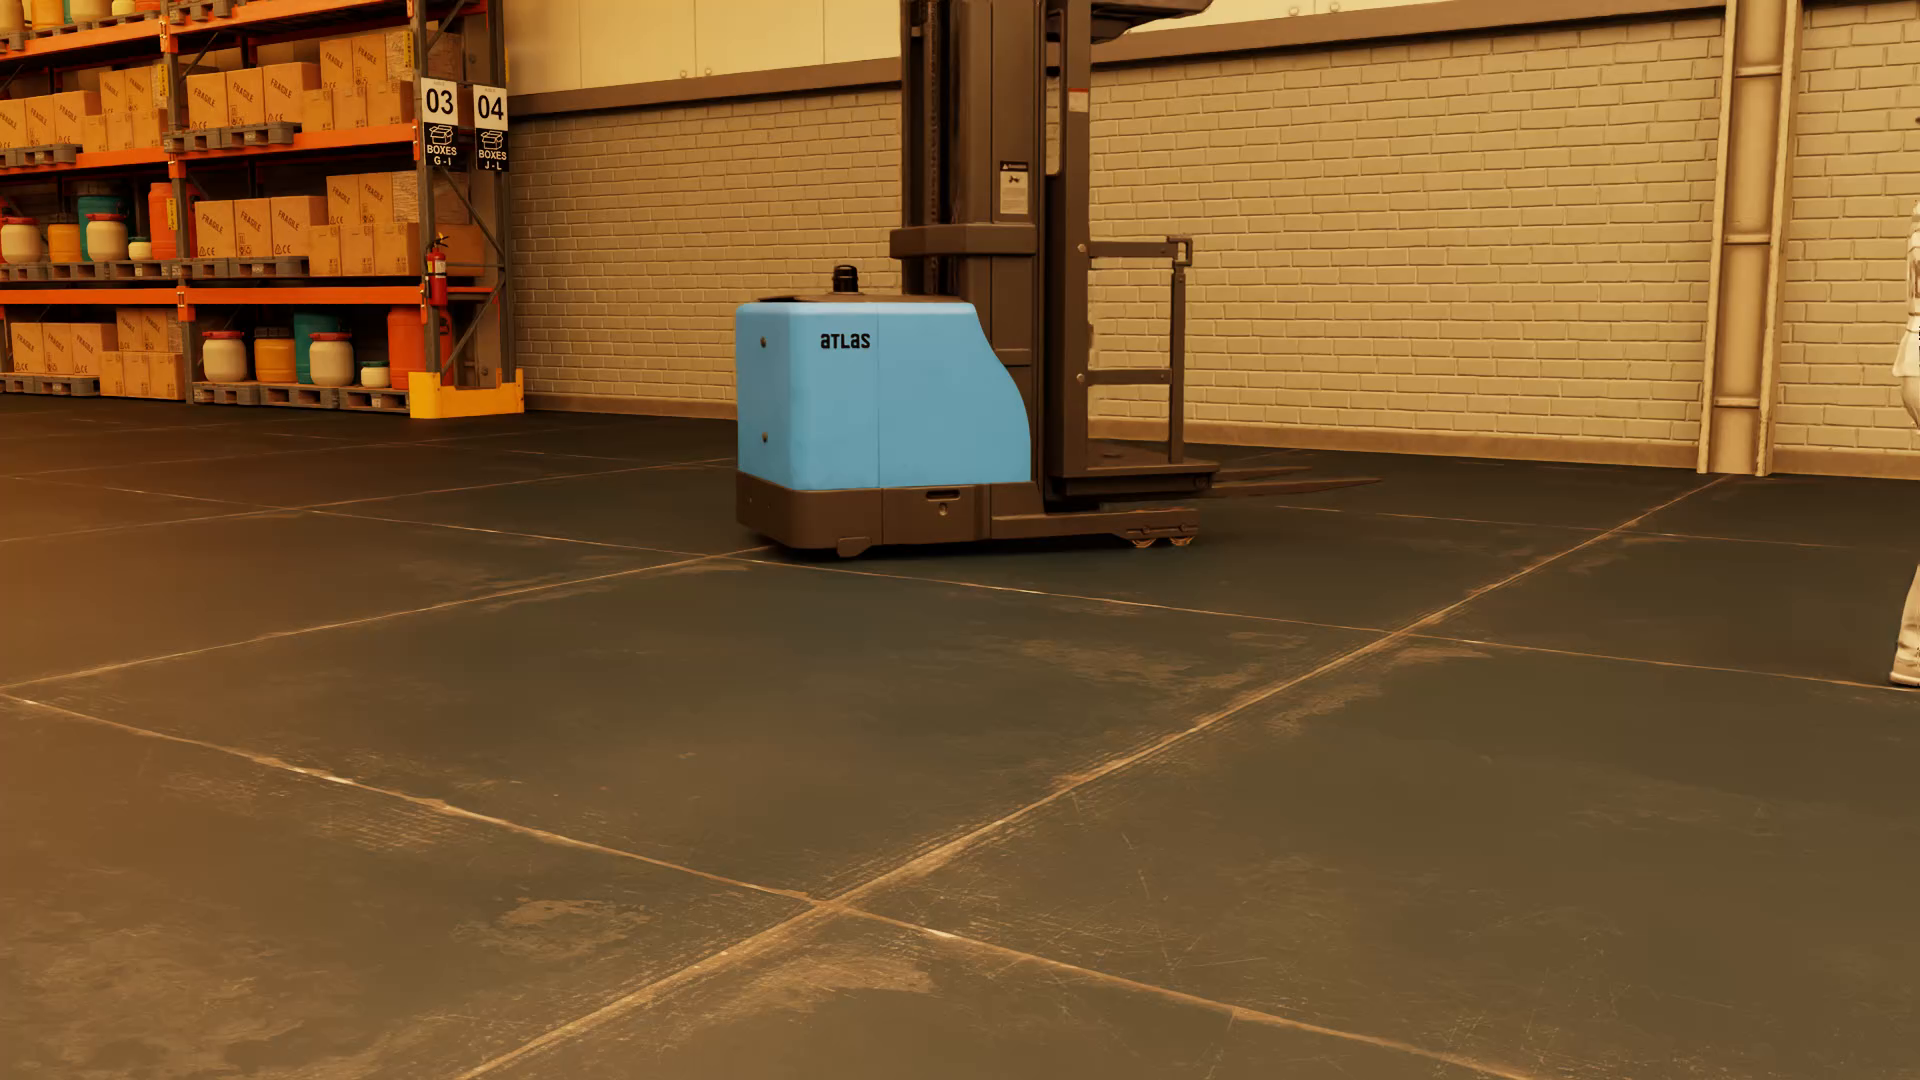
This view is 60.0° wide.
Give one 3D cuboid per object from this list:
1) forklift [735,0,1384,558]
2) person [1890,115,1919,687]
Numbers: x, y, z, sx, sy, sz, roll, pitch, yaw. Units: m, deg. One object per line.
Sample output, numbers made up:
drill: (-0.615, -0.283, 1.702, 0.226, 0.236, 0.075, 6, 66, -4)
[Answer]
forklift: (0.532, -1.486, 7.642, 3.031, 2.935, 1.130, -3, 9, -22)
person: (2.865, -0.405, 4.645, 0.465, 1.717, 0.567, 4, 9, 25)
